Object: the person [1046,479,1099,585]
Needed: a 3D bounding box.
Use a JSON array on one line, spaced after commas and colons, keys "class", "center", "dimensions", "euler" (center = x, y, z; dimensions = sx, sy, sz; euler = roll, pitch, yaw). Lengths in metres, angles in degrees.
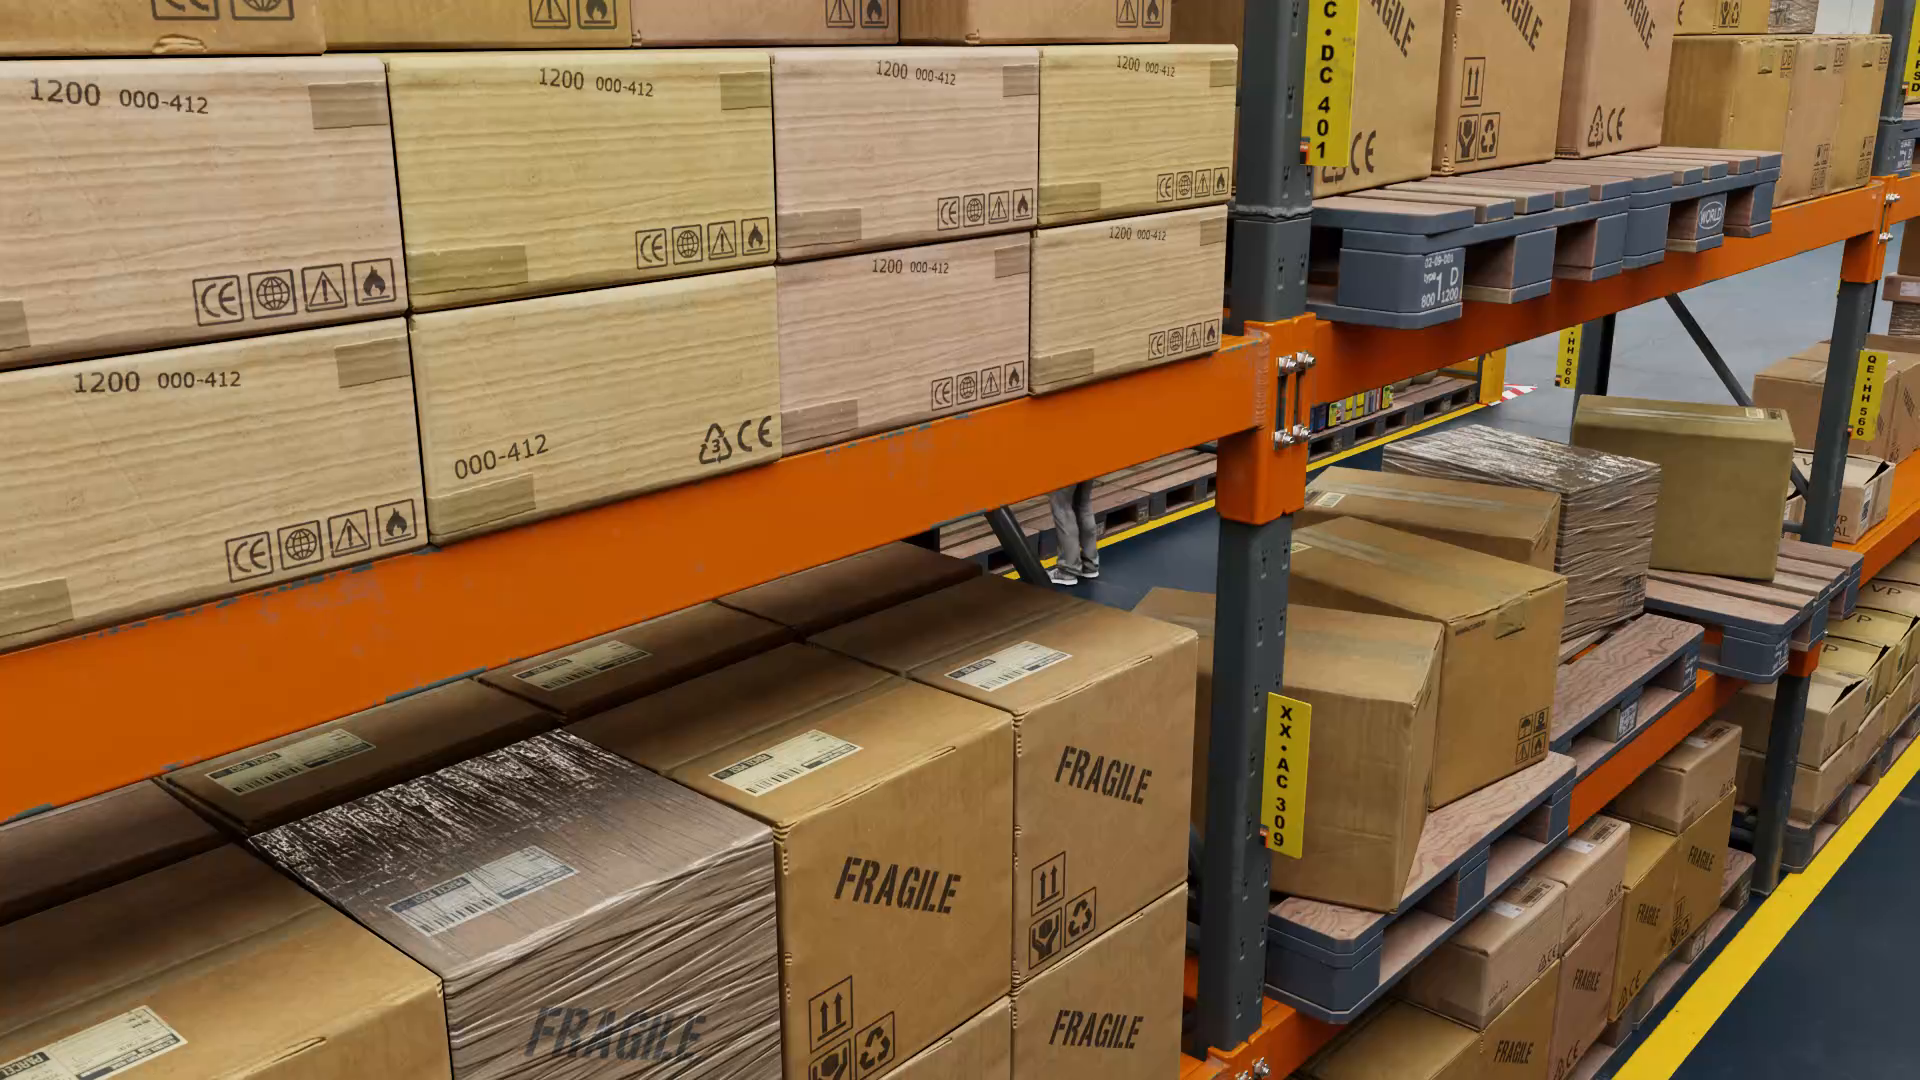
[{"class": "person", "center": [0.644, -0.527, 10.270], "dimensions": [0.491, 1.597, 0.402], "euler": [15, 23, 39]}]
